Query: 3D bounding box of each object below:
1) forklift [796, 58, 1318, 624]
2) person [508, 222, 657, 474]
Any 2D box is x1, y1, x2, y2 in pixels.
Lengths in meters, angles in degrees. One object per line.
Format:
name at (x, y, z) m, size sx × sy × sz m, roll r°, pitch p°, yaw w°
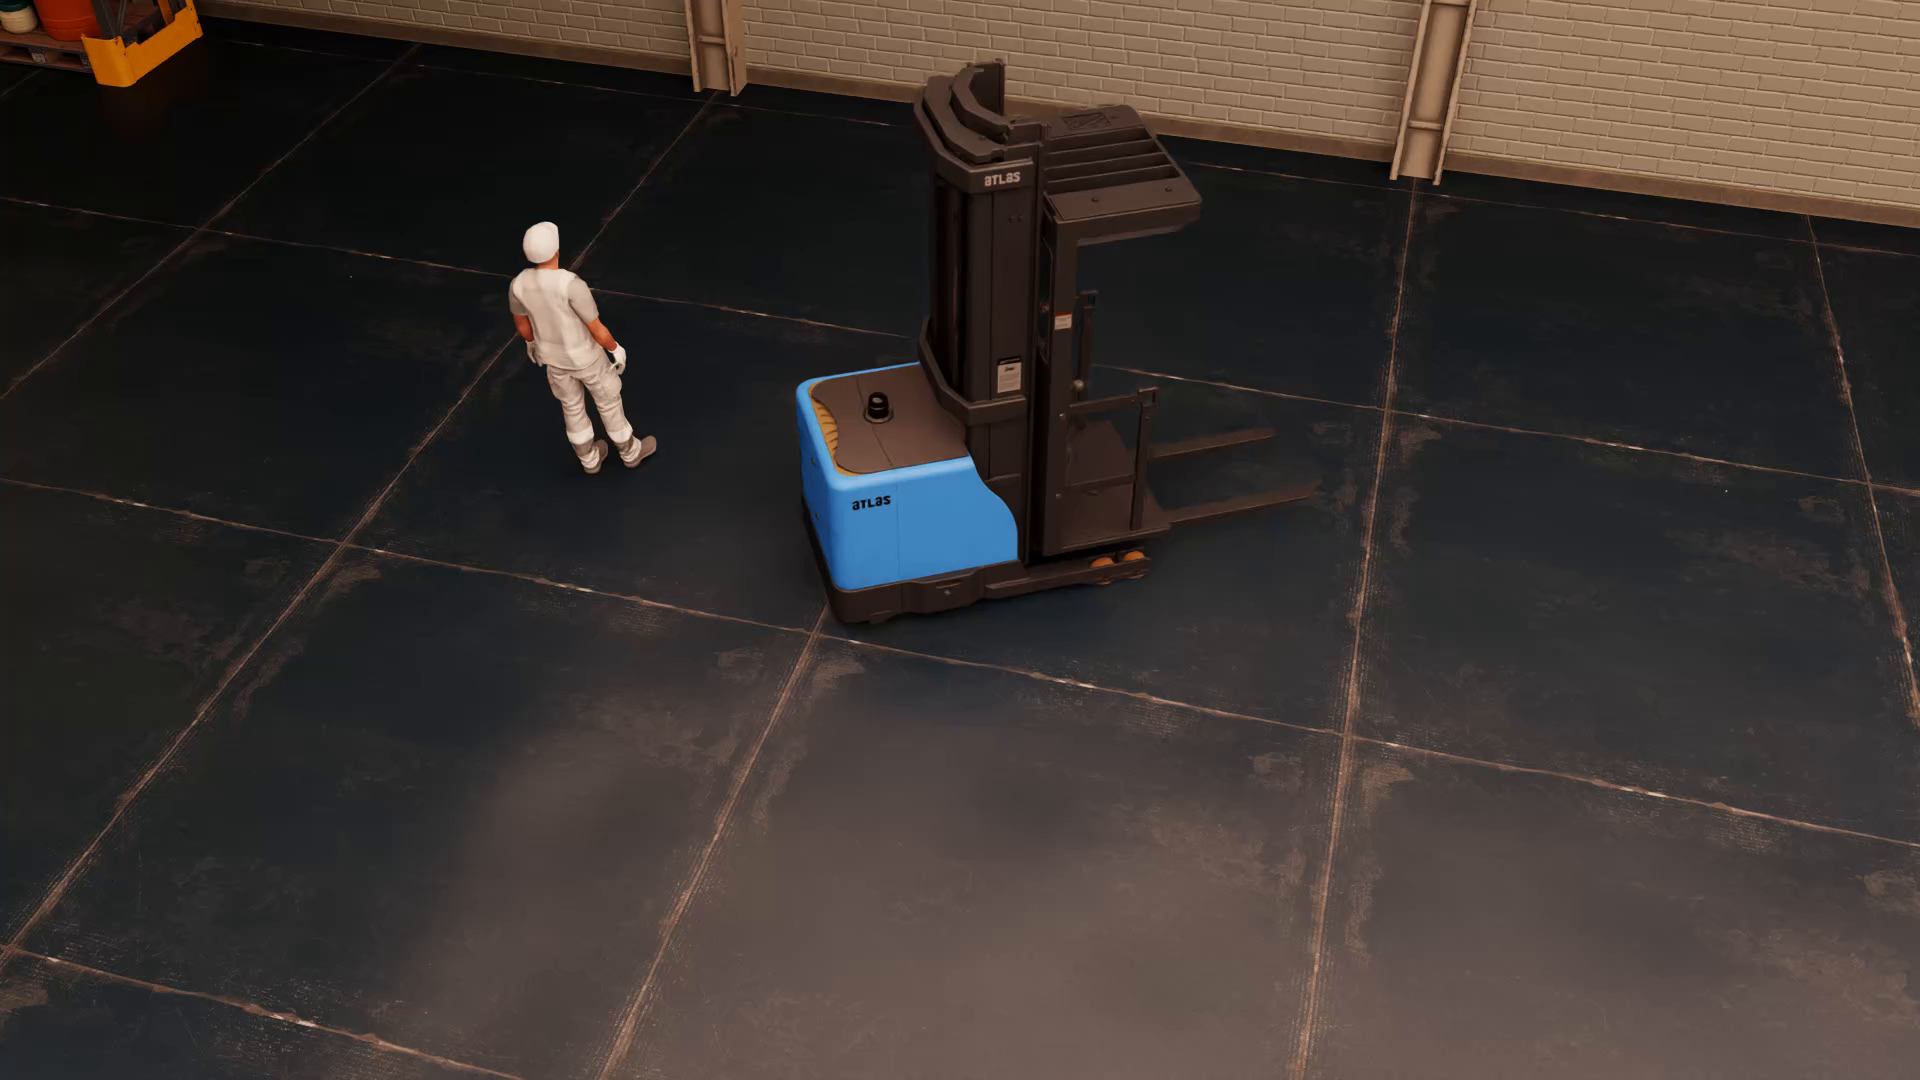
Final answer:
forklift at (0.625, -1.163, 9.188) m, size 3.031 × 2.935 × 1.130 m, roll -10°, pitch 42°, yaw -12°
person at (-2.304, -1.173, 10.056) m, size 0.640 × 1.788 × 0.565 m, roll 11°, pitch 42°, yaw 12°
